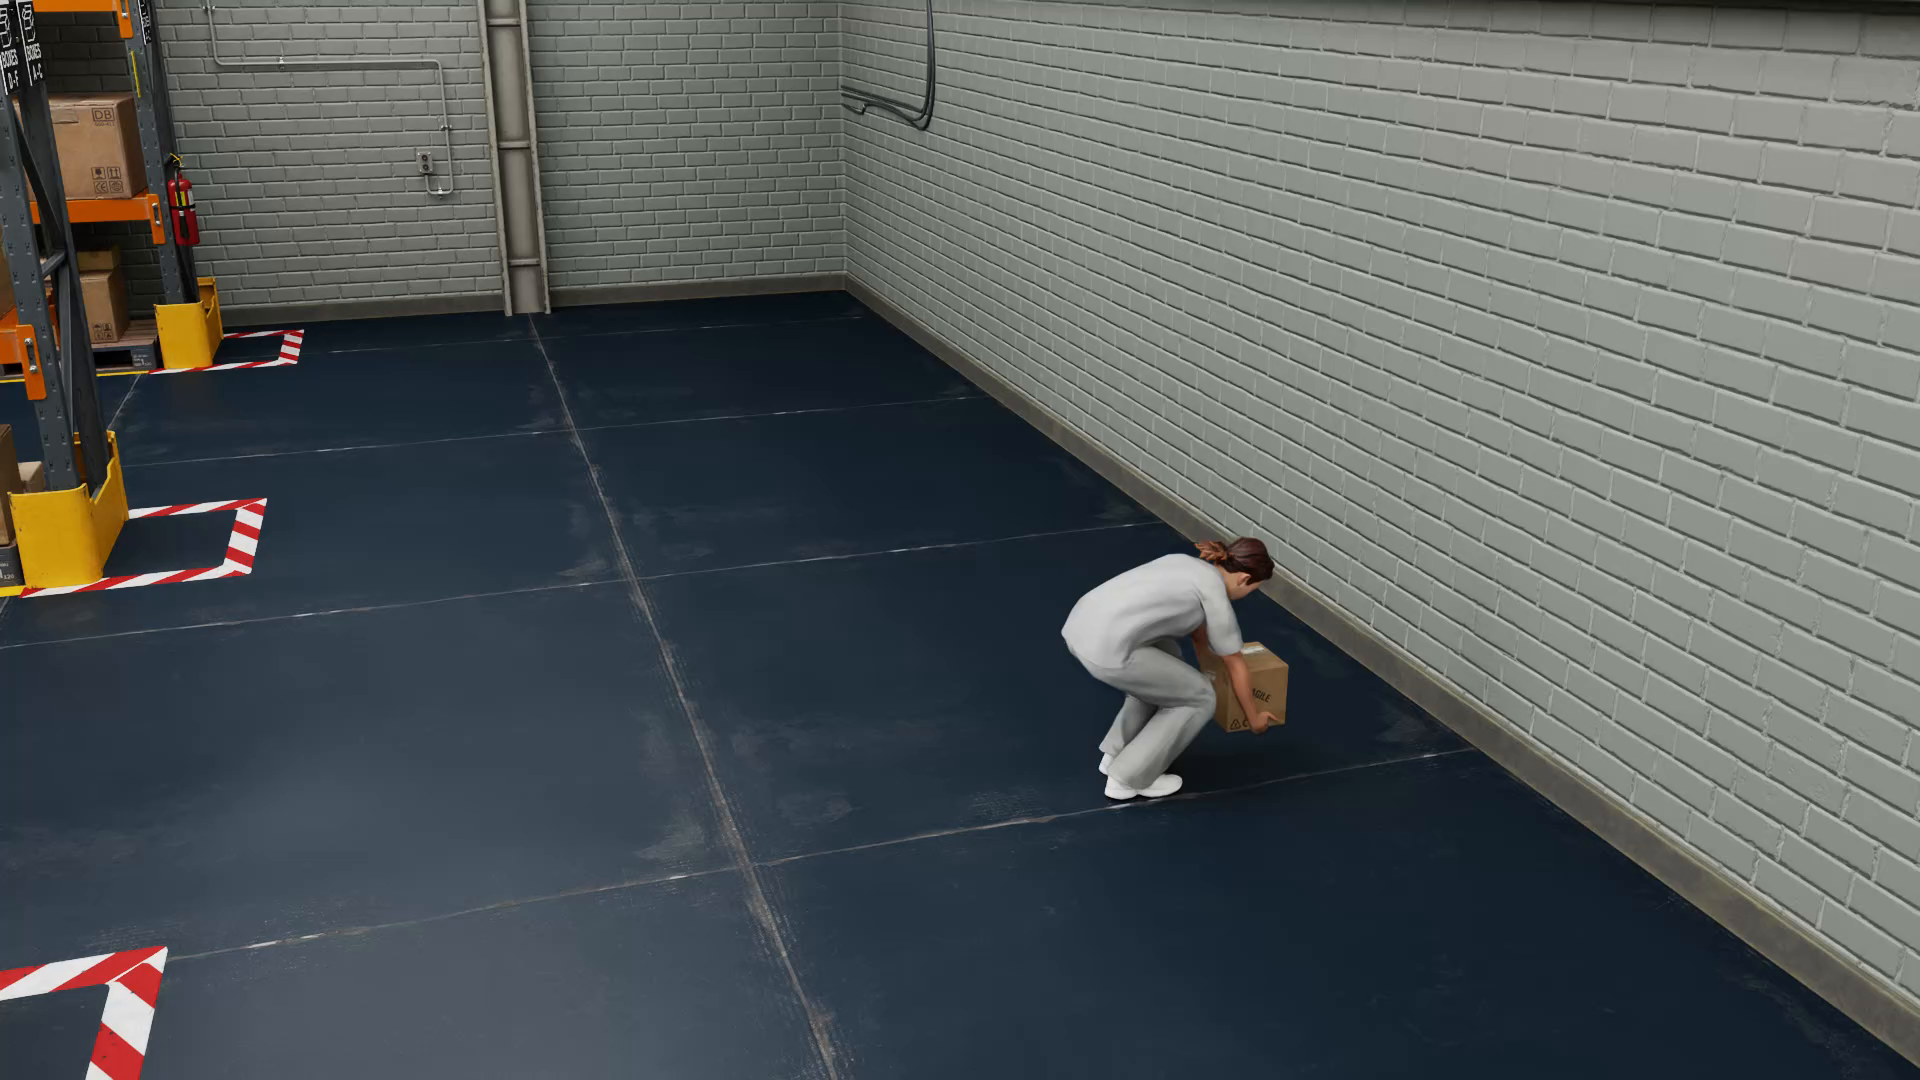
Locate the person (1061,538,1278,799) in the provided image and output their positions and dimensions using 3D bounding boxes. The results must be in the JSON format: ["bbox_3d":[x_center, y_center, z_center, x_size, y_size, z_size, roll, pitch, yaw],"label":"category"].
[{"bbox_3d":[0.802,0.477,6.336,0.848,0.932,0.460,-7,20,-19],"label":"person"}]
